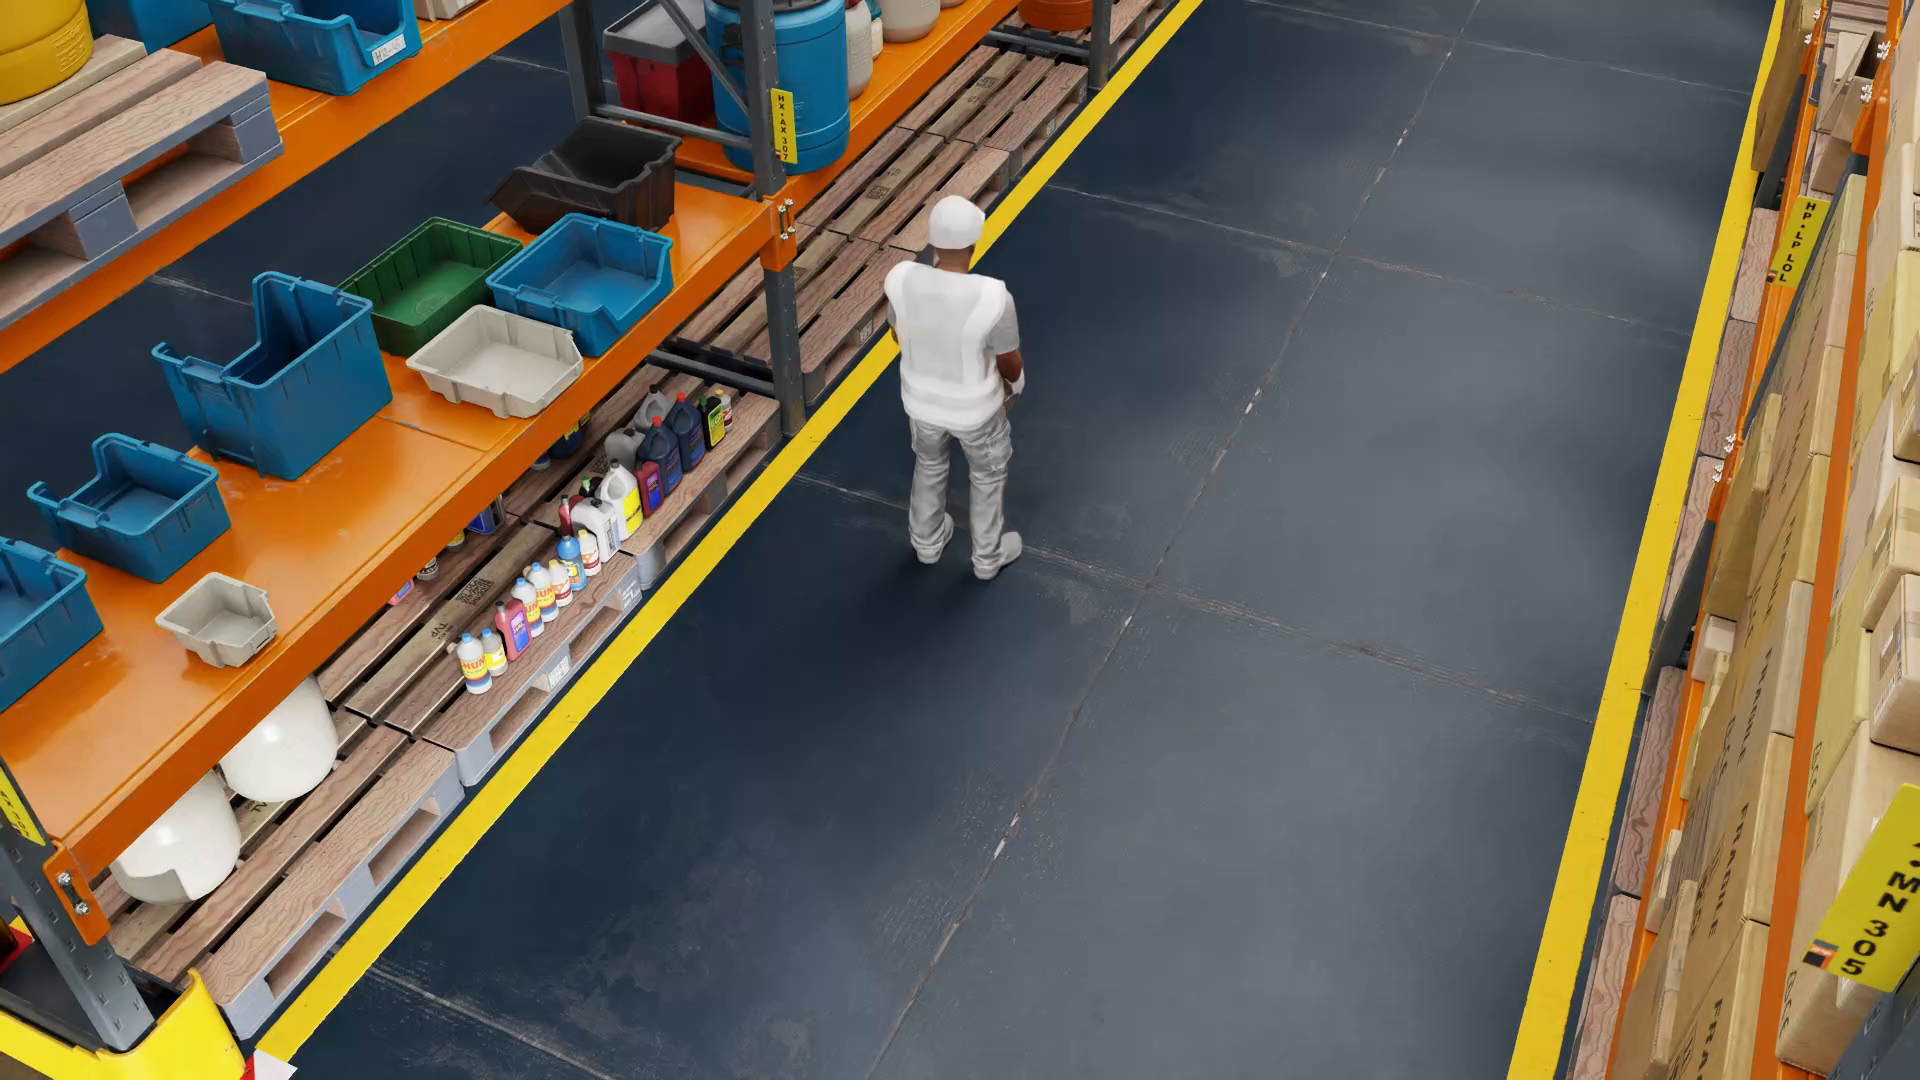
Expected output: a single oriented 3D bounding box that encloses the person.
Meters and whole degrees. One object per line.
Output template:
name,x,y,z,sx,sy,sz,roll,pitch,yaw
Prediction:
person,-0.009,-0.610,6.830,0.558,1.786,0.456,16,44,18
